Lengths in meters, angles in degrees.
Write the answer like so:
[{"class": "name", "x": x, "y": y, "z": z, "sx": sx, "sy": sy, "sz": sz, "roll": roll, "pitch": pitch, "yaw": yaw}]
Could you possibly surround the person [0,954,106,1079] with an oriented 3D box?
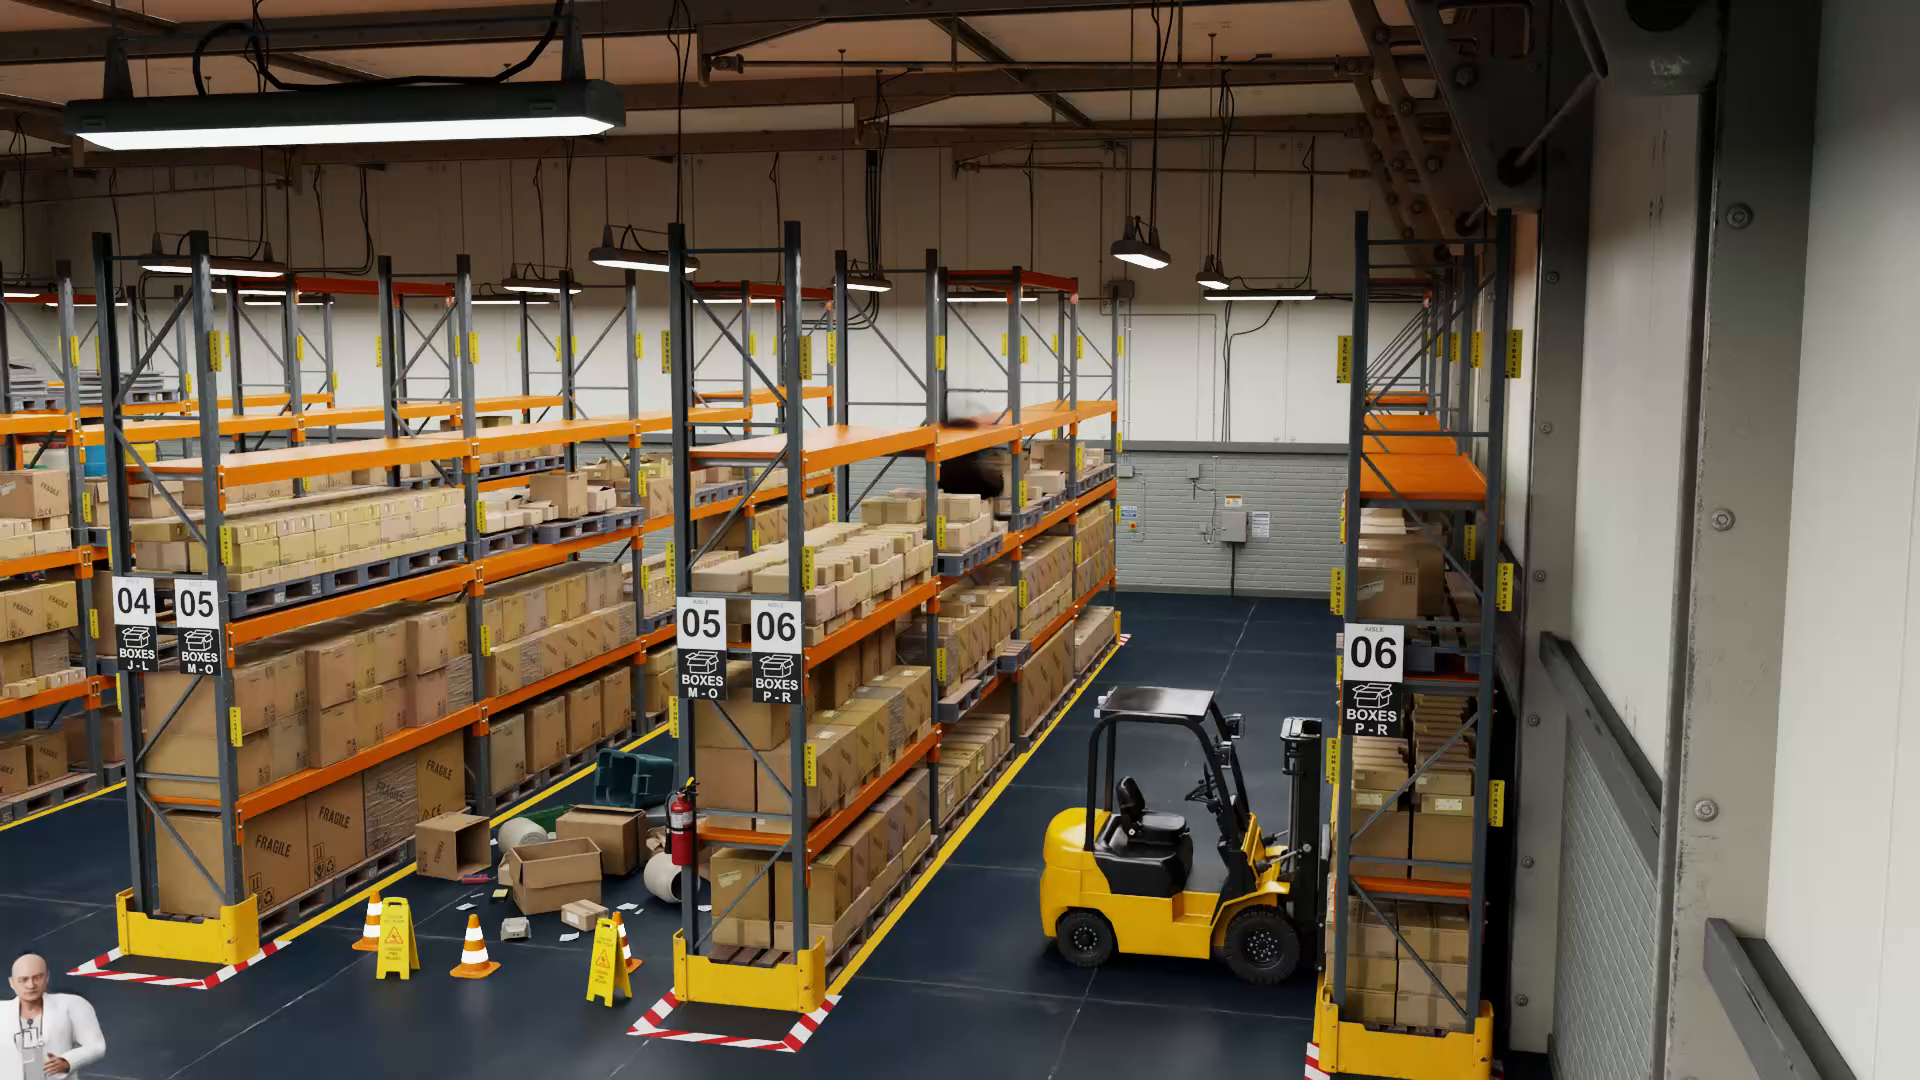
[{"class": "person", "x": -5.066, "y": 3.155, "z": 9.139, "sx": 0.689, "sy": 1.802, "sz": 1.006, "roll": -5, "pitch": 8, "yaw": -34}]
